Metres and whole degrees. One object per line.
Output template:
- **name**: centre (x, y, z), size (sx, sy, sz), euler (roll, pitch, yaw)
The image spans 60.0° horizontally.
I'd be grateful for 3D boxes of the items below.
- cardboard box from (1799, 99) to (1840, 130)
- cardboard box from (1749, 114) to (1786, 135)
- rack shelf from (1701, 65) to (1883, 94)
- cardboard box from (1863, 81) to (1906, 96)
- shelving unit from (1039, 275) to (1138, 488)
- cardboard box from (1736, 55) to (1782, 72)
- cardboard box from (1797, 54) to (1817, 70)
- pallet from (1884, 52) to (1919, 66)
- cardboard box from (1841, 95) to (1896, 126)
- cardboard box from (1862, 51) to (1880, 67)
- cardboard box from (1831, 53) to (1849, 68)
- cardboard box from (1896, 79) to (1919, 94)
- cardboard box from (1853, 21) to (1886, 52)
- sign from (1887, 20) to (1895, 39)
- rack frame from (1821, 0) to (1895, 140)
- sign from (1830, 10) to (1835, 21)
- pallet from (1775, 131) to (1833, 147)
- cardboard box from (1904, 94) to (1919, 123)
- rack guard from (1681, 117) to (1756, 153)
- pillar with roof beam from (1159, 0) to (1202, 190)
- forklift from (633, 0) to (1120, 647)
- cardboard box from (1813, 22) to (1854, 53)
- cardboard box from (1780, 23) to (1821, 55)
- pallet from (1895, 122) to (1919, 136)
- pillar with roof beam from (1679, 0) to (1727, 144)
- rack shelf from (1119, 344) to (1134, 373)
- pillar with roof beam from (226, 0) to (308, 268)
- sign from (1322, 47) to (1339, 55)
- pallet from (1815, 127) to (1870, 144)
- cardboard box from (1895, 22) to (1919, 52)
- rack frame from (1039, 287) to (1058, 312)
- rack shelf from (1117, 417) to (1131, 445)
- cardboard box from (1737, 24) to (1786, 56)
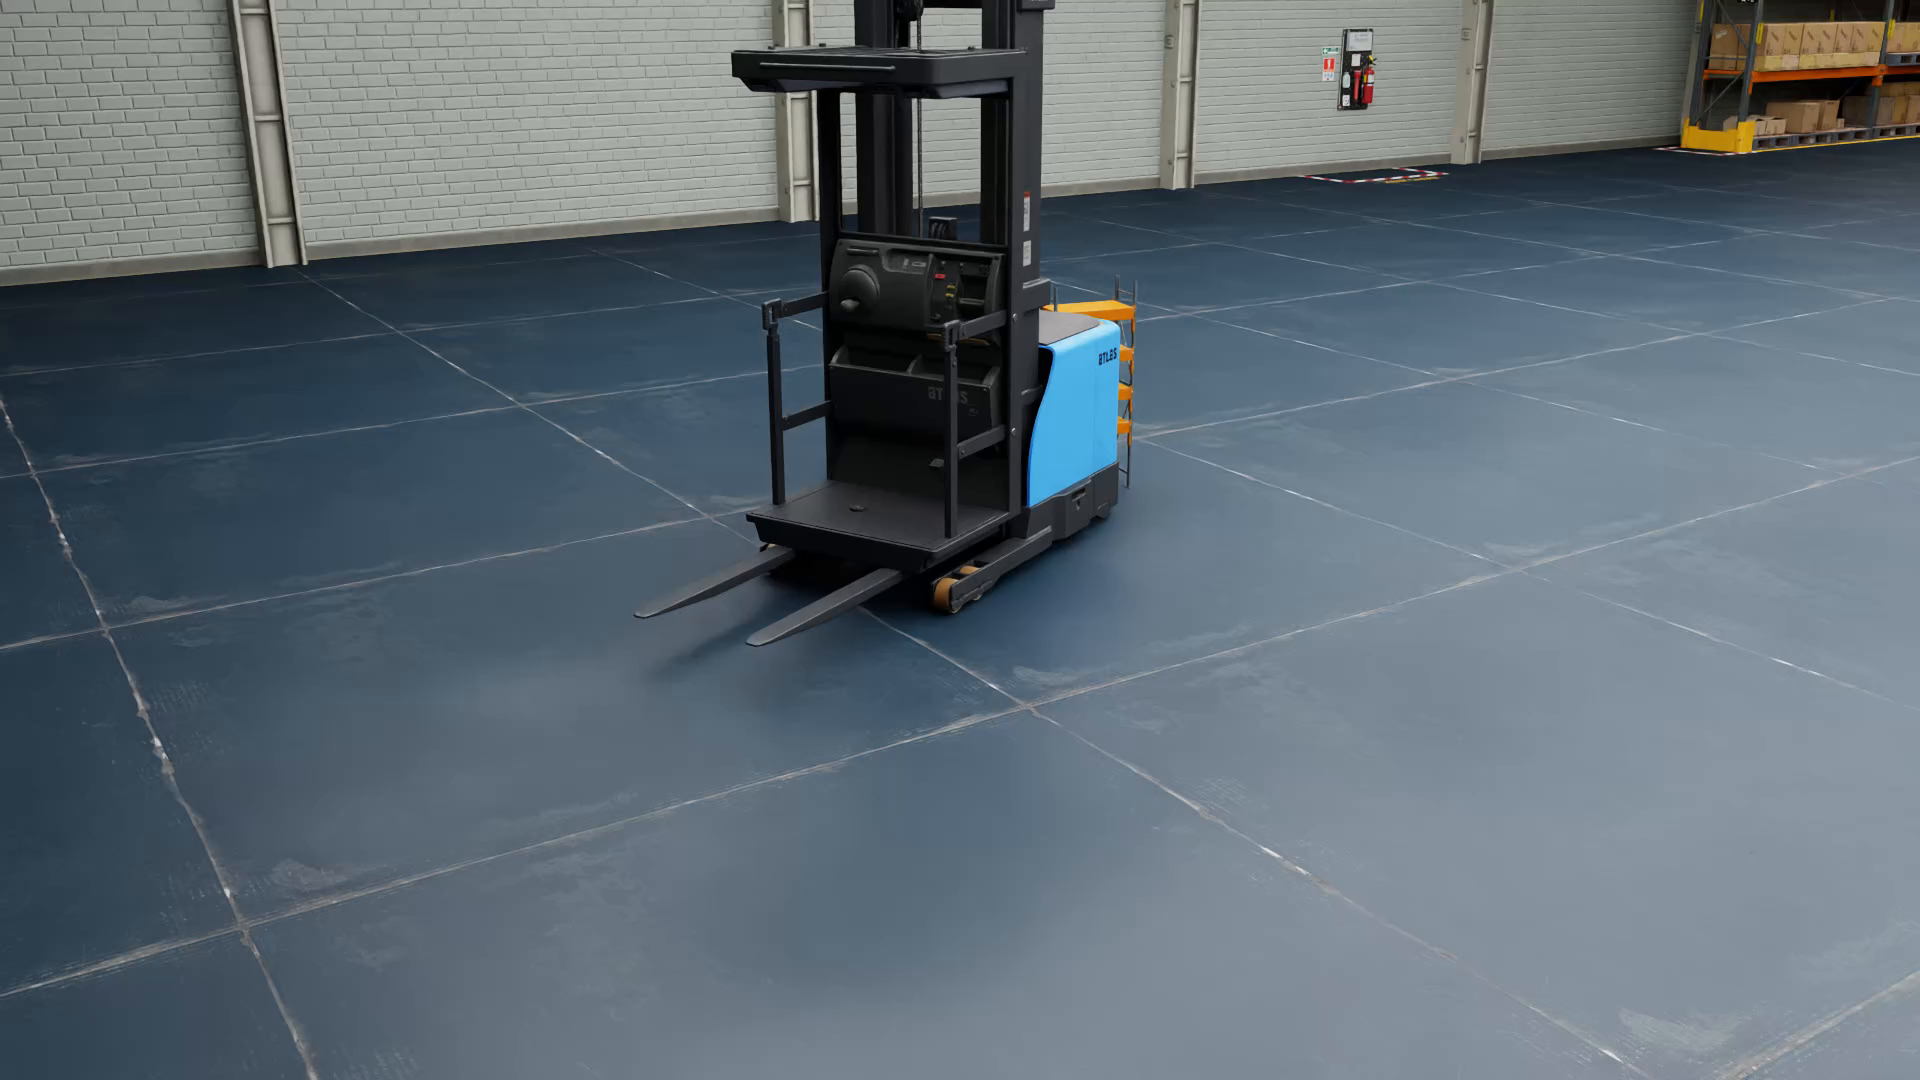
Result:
- **cardboard box**: centre (15.457, -7.678, 29.988), size (0.500, 0.500, 0.500), euler (-14, 23, -35)
- **cardboard box**: centre (14.064, -7.275, 29.093), size (0.500, 0.311, 0.500), euler (-10, 21, -27)
- **rack shelf**: centre (14.631, -8.154, 29.303), size (4.000, 0.370, 1.077), euler (-12, 22, -31)
- **cardboard box**: centre (17.273, -8.439, 31.069), size (0.500, 0.250, 0.500), euler (-12, 22, -33)
- **shelving unit**: centre (0.710, -0.873, 9.455), size (0.503, 1.200, 0.258), euler (-7, 20, -21)
- **cardboard box**: centre (13.543, -8.082, 28.170), size (0.500, 0.250, 0.500), euler (-13, 22, -33)
- **cardboard box**: centre (14.397, -8.265, 28.713), size (0.500, 0.250, 0.500), euler (-12, 22, -32)
- **pallet**: centre (17.020, -8.852, 30.544), size (1.213, 0.211, 1.003), euler (-12, 22, -31)
- **cardboard box**: centre (16.907, -8.005, 30.957), size (0.500, 0.500, 0.700), euler (-11, 22, -30)
- **cardboard box**: centre (16.073, -8.621, 29.764), size (0.500, 0.250, 0.500), euler (-12, 22, -31)
- **cardboard box**: centre (15.240, -8.443, 29.237), size (0.500, 0.250, 0.500), euler (-12, 22, -32)
- **cardboard box**: centre (18.132, -8.615, 31.588), size (0.500, 0.250, 0.500), euler (-12, 22, -32)
- **cardboard box**: centre (16.077, -8.975, 29.640), size (0.500, 0.500, 0.500), euler (-12, 22, -32)
- **sign**: centre (16.606, -9.113, 29.666), size (0.005, 0.325, 0.100), euler (-12, 22, -31)
- **rack frame**: centre (16.301, -8.847, 30.230), size (0.127, 3.000, 1.000), euler (-12, 22, -31)
- **sign**: centre (15.993, -9.543, 30.482), size (0.005, 0.325, 0.100), euler (-12, 22, -31)
- **pallet**: centre (14.740, -7.182, 29.659), size (1.213, 0.211, 1.003), euler (-12, 22, -31)
- **cardboard box**: centre (17.759, -8.189, 31.500), size (0.500, 0.500, 0.700), euler (-12, 22, -31)
- **rack guard**: centre (13.024, -6.972, 28.586), size (0.348, 0.500, 1.175), euler (-12, 22, -31)
- **pillar with roof beam**: centre (5.415, -8.074, 18.576), size (0.400, 9.000, 9.100), euler (-12, 22, -31)
- **forklift**: centre (-0.327, -1.216, 7.765), size (1.130, 2.935, 3.031), euler (11, 22, 29)
- **cardboard box**: centre (15.236, -8.799, 29.122), size (0.500, 0.500, 0.500), euler (-13, 22, -33)
- **cardboard box**: centre (14.378, -8.614, 28.572), size (0.500, 0.500, 0.500), euler (-13, 22, -33)
- **pallet**: centre (17.971, -7.880, 31.723), size (1.213, 0.211, 1.003), euler (-12, 22, -31)
- **pillar with roof beam**: centre (15.437, -10.188, 24.828), size (0.400, 9.000, 9.100), euler (-12, 22, -31)
- **rack shelf**: centre (0.710, -1.022, 9.405), size (0.480, 0.148, 0.258), euler (-7, 20, -21)
- **pillar with roof beam**: centre (-4.607, -5.960, 12.324), size (0.400, 9.000, 9.100), euler (-12, 22, -31)
- **sign**: centre (5.464, -7.212, 24.510), size (0.331, 0.109, 0.001), euler (-12, 22, -31)
- **pallet**: centre (15.760, -7.398, 30.299), size (1.213, 0.211, 1.003), euler (-12, 22, -31)
- **cardboard box**: centre (17.216, -9.280, 30.667), size (0.500, 0.500, 0.700), euler (-9, 21, -26)
- **rack frame**: centre (0.484, -0.844, 9.368), size (0.015, 1.200, 0.240), euler (-7, 20, -21)
- **rack shelf**: centre (0.710, -0.622, 9.540), size (0.480, 0.148, 0.258), euler (-7, 20, -21)
- **cardboard box**: centre (13.525, -8.440, 28.058), size (0.500, 0.500, 0.500), euler (-12, 22, -31)
